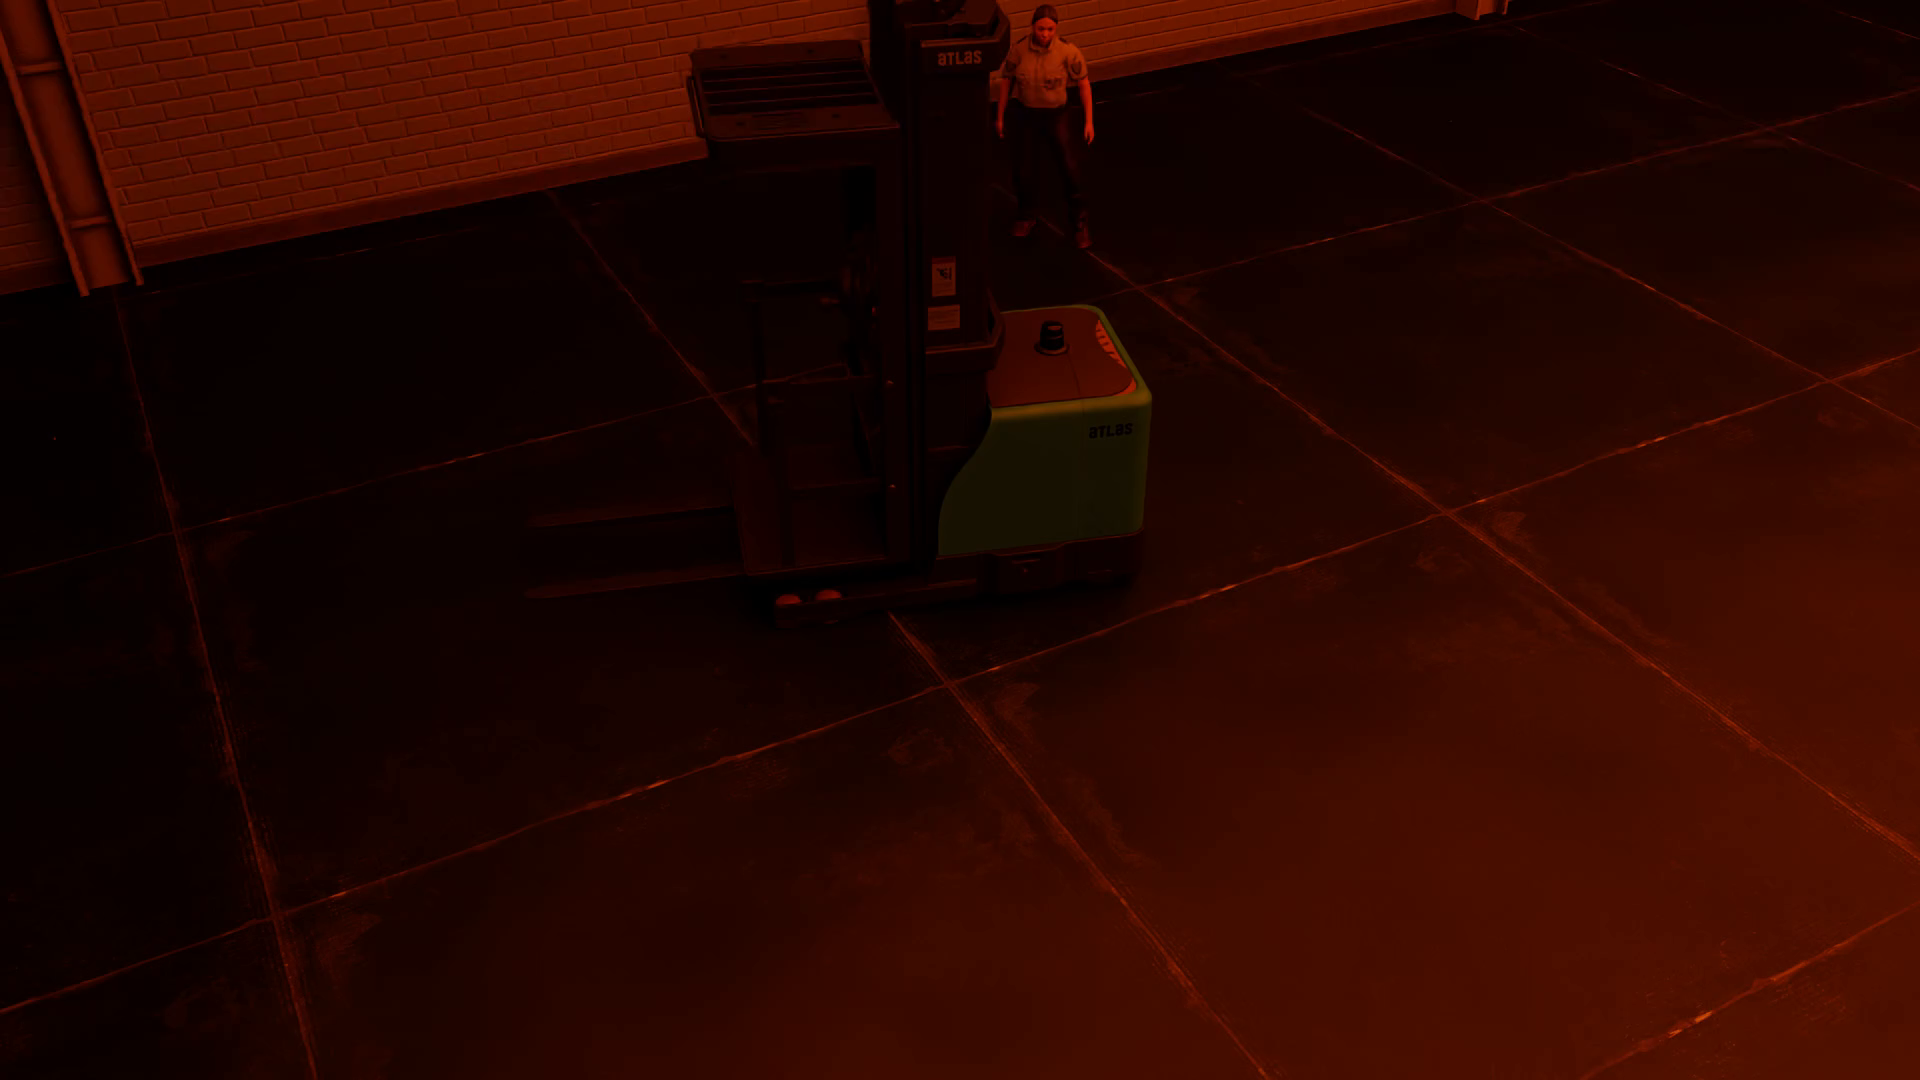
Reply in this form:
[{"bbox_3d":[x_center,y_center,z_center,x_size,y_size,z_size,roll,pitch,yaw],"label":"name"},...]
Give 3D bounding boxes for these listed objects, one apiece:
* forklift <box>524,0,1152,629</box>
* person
[{"bbox_3d":[-0.652,-1.100,7.680,3.031,2.935,1.130,-7,36,-9],"label":"forklift"},{"bbox_3d":[0.582,-2.812,11.236,0.722,1.627,0.398,7,36,10],"label":"person"}]
